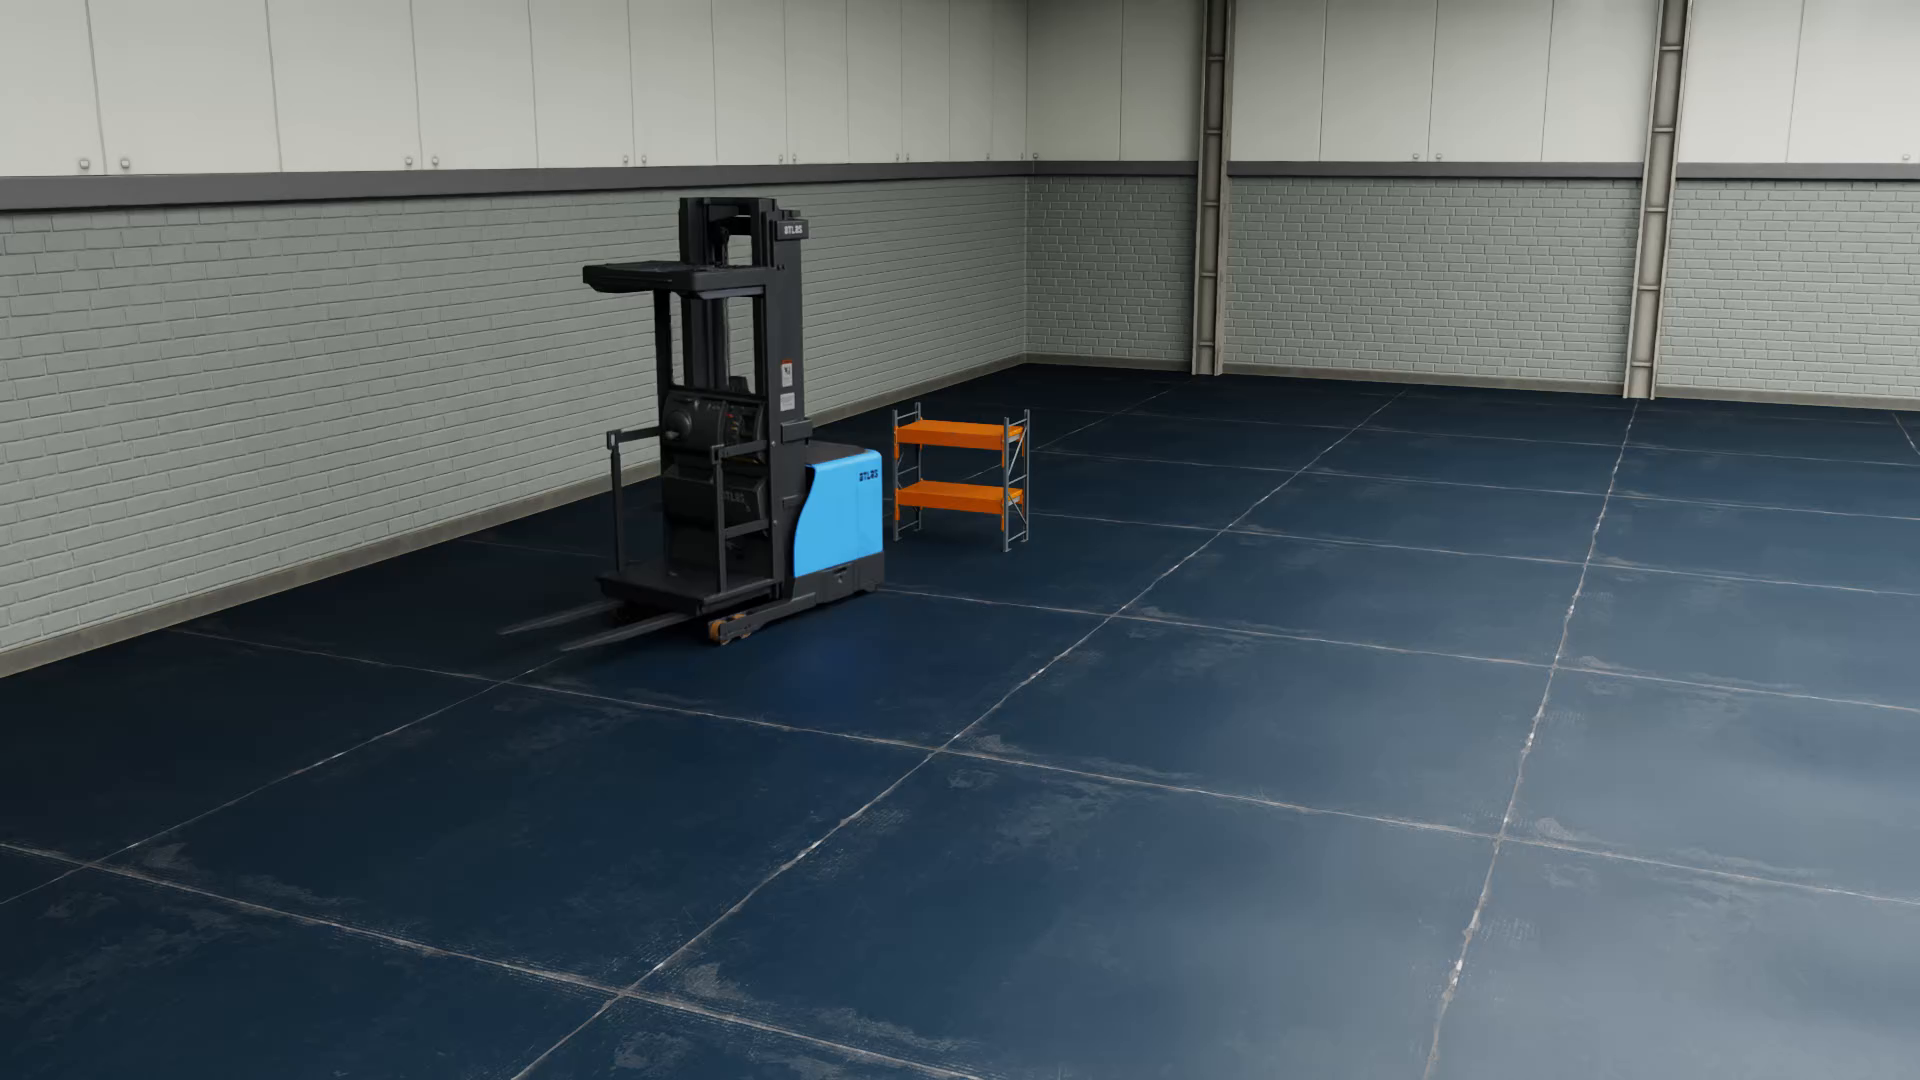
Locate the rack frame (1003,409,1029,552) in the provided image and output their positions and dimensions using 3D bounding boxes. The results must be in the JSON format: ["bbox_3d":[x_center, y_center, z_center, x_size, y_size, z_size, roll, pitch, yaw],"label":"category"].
[{"bbox_3d":[0.471,-0.500,13.923,0.032,1.125,0.500,6,14,23],"label":"rack frame"}]

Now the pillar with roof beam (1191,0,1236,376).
[{"bbox_3d":[1.949,-5.968,19.989,0.400,9.000,9.100,6,14,23],"label":"pillar with roof beam"}]

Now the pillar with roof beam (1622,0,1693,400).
[{"bbox_3d":[7.435,-5.413,17.623,0.400,9.000,9.100,6,14,23],"label":"pillar with roof beam"}]

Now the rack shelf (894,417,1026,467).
[{"bbox_3d":[0.006,-0.832,14.057,1.000,0.278,0.538,6,14,23],"label":"rack shelf"}]

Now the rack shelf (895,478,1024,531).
[{"bbox_3d":[0.006,-0.309,14.180,1.000,0.278,0.538,6,14,23],"label":"rack shelf"}]

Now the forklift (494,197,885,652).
[{"bbox_3d":[-1.847,-0.845,11.439,1.130,2.935,3.031,10,16,35],"label":"forklift"}]

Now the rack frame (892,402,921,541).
[{"bbox_3d":[-0.459,-0.594,14.324,0.032,1.125,0.500,6,14,23],"label":"rack frame"}]

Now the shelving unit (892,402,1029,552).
[{"bbox_3d":[0.006,-0.547,14.124,1.048,1.125,0.538,6,14,23],"label":"shelving unit"}]
